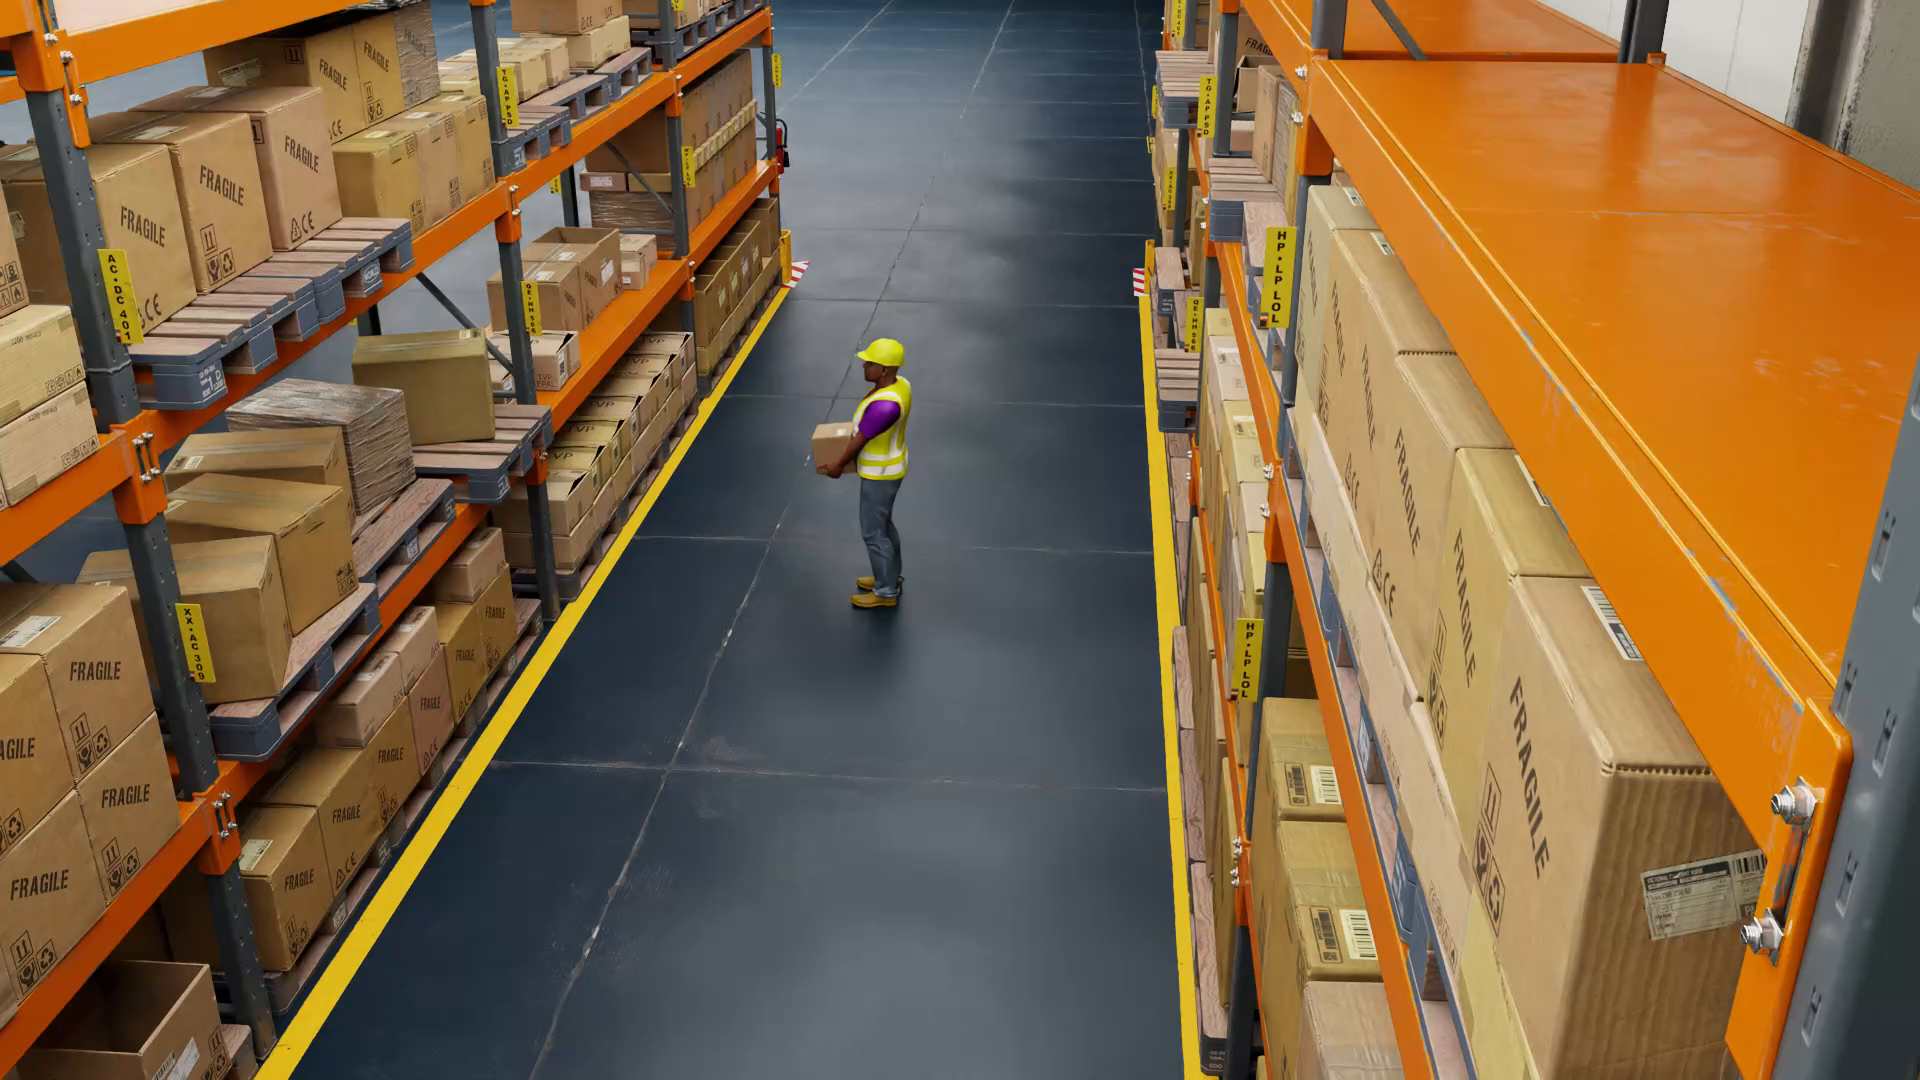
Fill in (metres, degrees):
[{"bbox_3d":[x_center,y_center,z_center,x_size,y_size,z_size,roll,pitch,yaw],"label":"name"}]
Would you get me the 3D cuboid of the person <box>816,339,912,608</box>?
[{"bbox_3d":[-0.603,-0.432,10.534,0.578,1.761,0.504,2,24,5],"label":"person"}]
